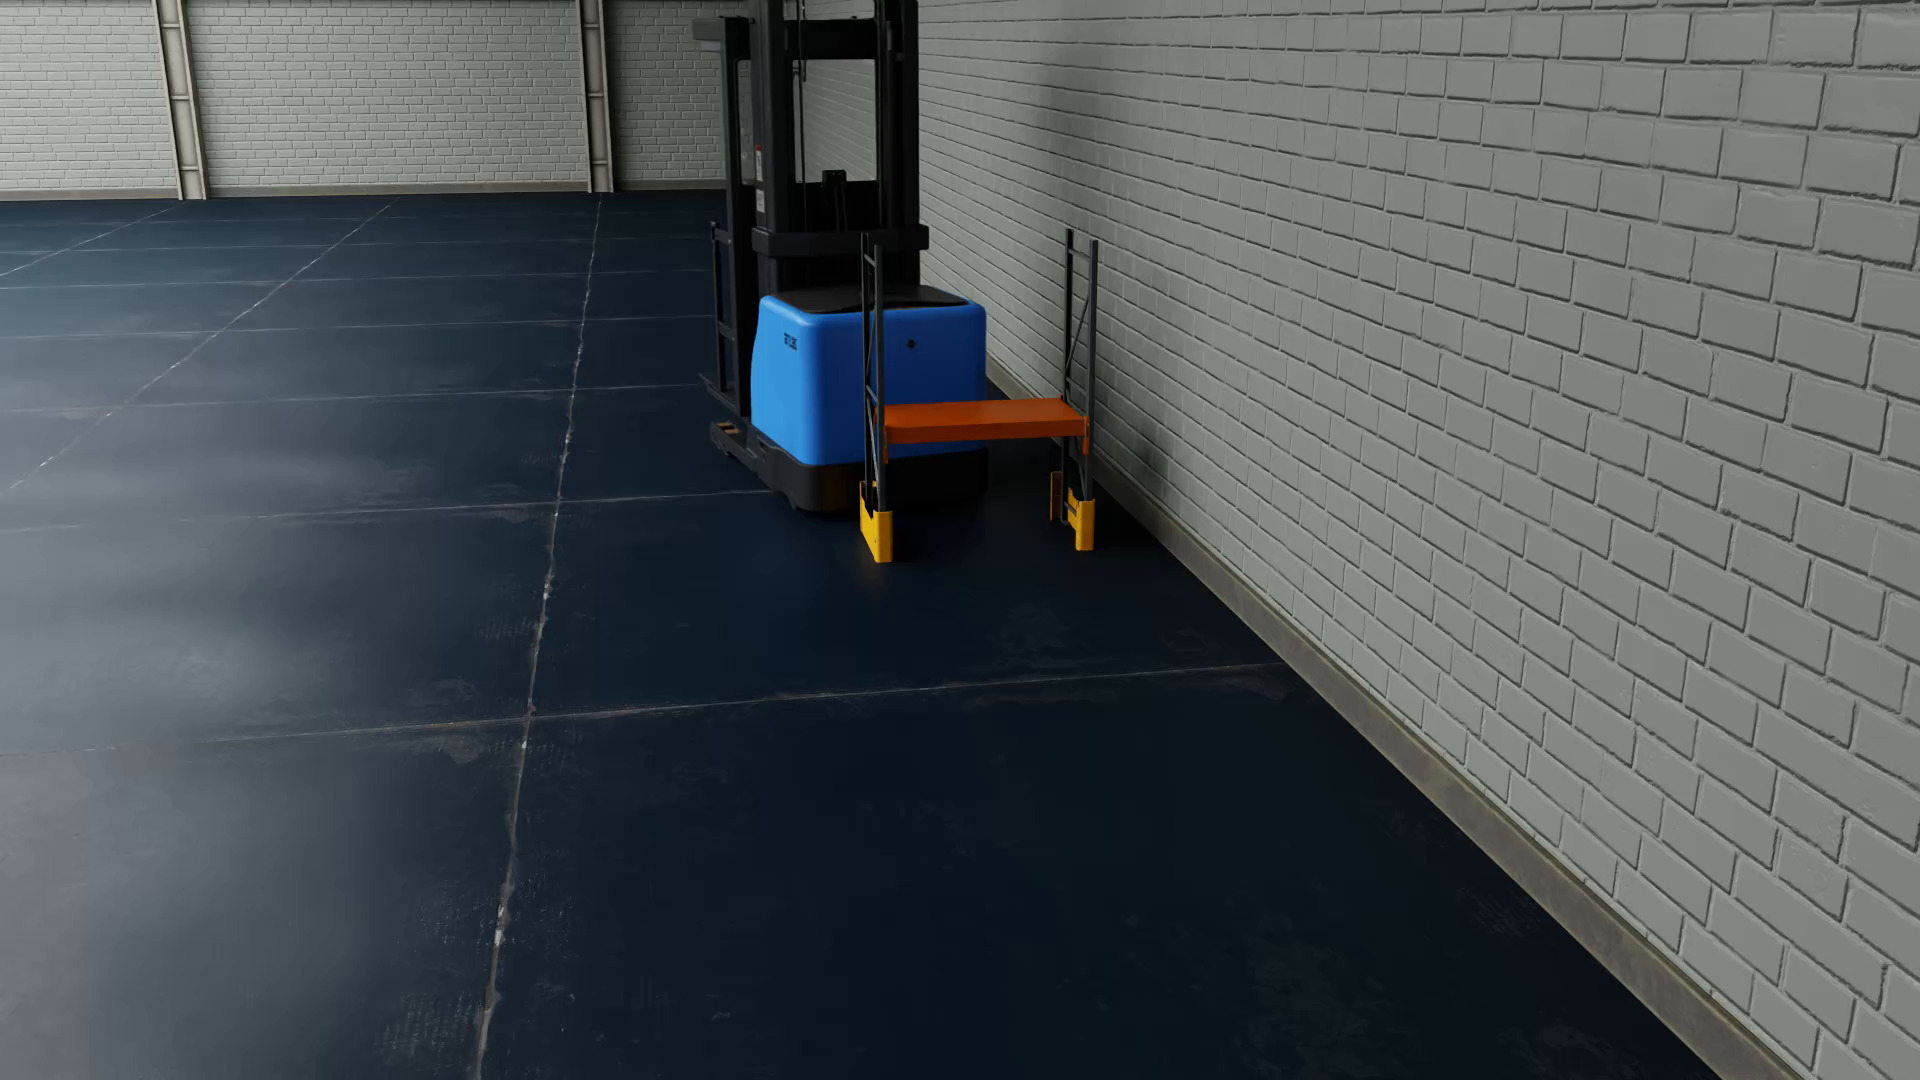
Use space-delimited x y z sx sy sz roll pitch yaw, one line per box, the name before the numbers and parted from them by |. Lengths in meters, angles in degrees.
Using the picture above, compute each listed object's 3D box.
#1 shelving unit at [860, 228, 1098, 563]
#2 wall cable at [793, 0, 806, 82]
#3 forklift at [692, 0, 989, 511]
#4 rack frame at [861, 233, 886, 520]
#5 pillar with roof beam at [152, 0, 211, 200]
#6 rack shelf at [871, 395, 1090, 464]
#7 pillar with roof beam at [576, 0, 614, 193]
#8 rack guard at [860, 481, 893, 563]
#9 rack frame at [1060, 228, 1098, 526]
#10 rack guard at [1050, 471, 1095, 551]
shelving unit | 0.075 -0.721 8.105 1.083 1.500 0.587 -3 17 -10
wall cable | -2.504 -8.086 24.600 0.112 2.526 3.097 -3 17 -10
forklift | -0.872 -1.939 9.633 1.130 2.935 3.031 -7 18 -21
rack frame | -0.415 -0.693 8.015 0.032 1.500 0.500 -3 17 -10
pillar with roof beam | -10.721 -8.212 19.722 0.400 9.000 9.100 -3 17 -10
rack shelf | 0.084 -0.550 8.160 1.000 0.185 0.538 -3 17 -10
pillar with roof beam | -4.830 -8.546 20.810 0.400 9.000 9.100 -3 17 -10
rack guard | -0.414 -0.096 8.199 0.087 0.250 0.587 -3 17 -10
rack frame | 0.583 -0.750 8.199 0.032 1.500 0.500 -3 17 -10
rack guard | 0.564 -0.151 8.379 0.087 0.250 0.587 -3 17 -10
